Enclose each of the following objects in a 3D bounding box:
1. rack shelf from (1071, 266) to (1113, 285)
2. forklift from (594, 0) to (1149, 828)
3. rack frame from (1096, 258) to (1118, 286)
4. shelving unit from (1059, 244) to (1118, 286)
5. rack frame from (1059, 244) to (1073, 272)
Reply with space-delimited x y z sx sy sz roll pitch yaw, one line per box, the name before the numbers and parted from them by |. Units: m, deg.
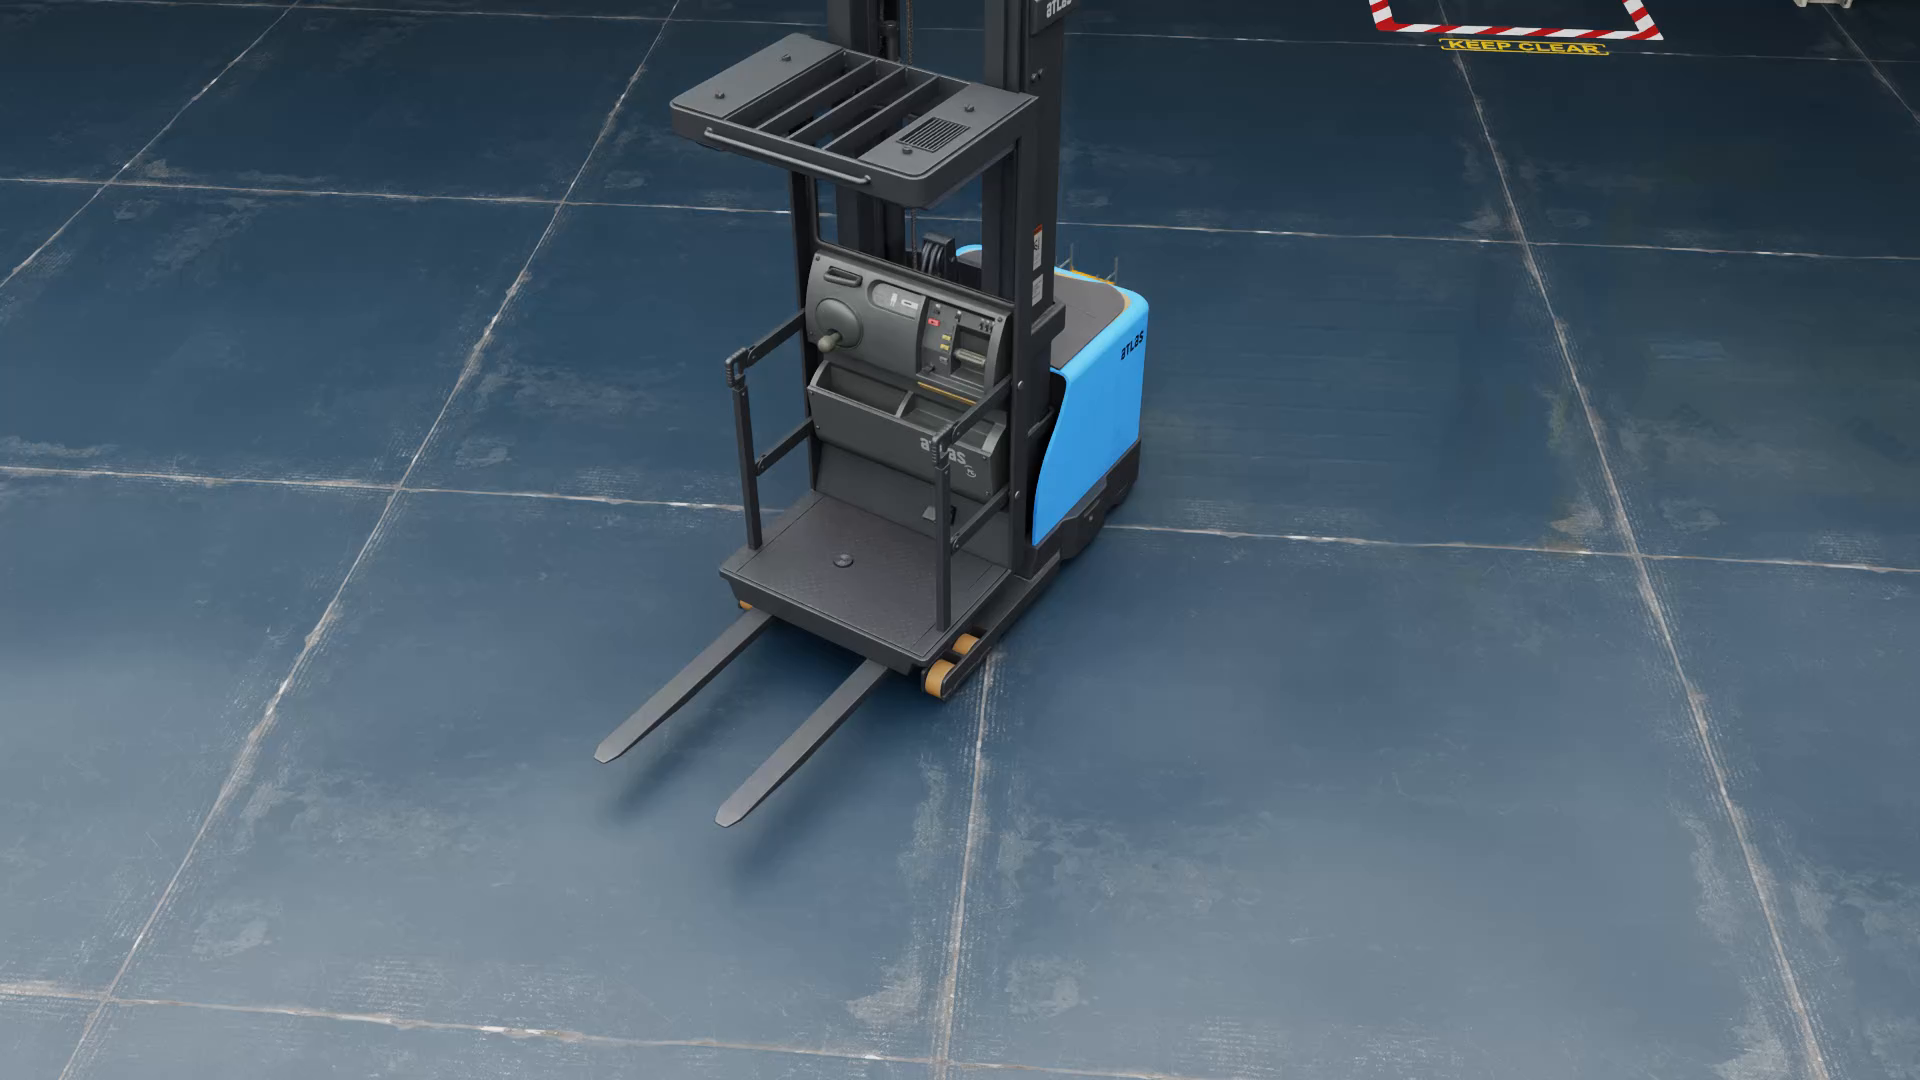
rack shelf | 0.591 -1.135 8.051 0.240 0.259 0.215 22 44 25
forklift | -0.341 -0.802 6.584 1.130 2.935 3.031 22 44 25
rack frame | 0.694 -0.882 8.172 0.008 1.050 0.200 22 44 25
shelving unit | 0.591 -0.923 8.223 0.252 1.050 0.215 22 44 25
rack frame | 0.489 -0.965 8.274 0.008 1.050 0.200 22 44 25
